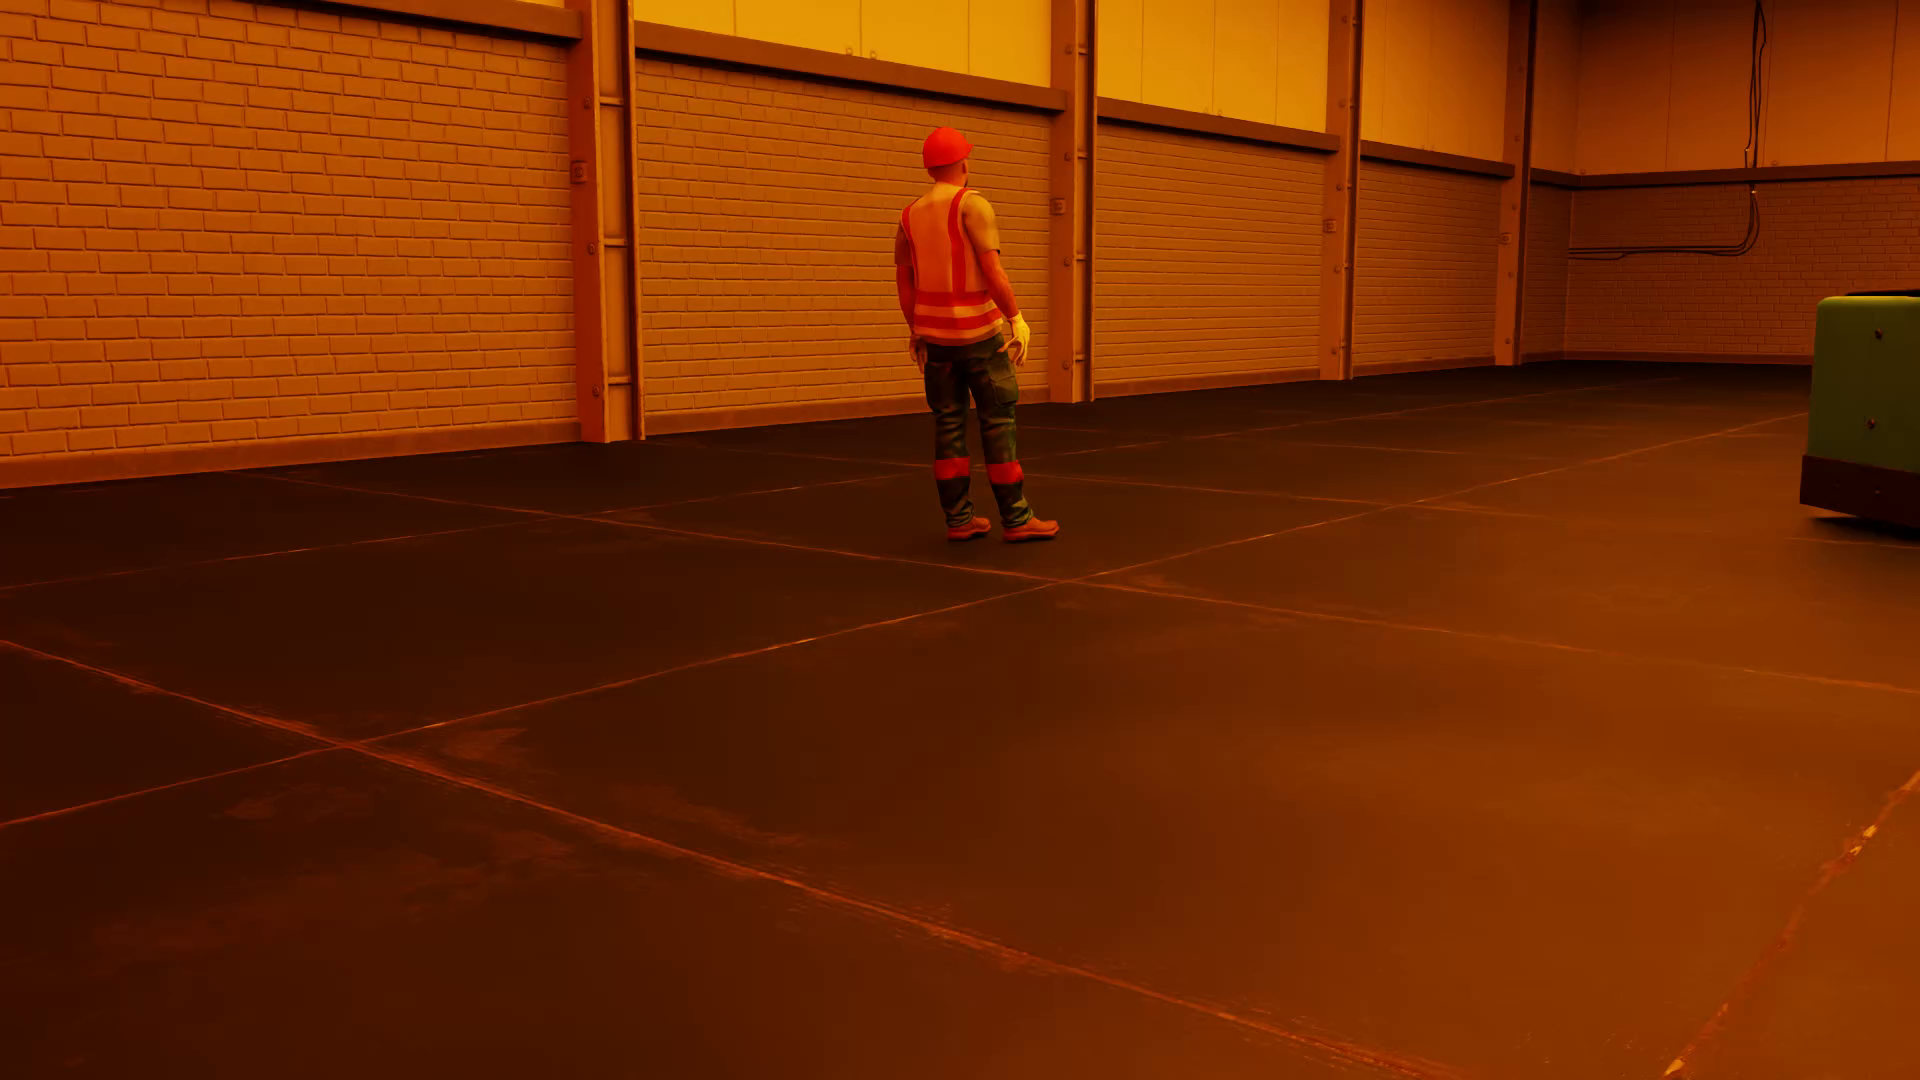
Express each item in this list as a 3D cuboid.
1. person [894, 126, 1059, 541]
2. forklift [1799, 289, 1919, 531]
[{"bbox_3d":[0.060,-0.900,7.328,0.637,1.787,0.564,7,11,38],"label":"person"},{"bbox_3d":[5.645,-1.509,7.595,3.031,2.935,1.130,-1,8,-4],"label":"forklift"}]
